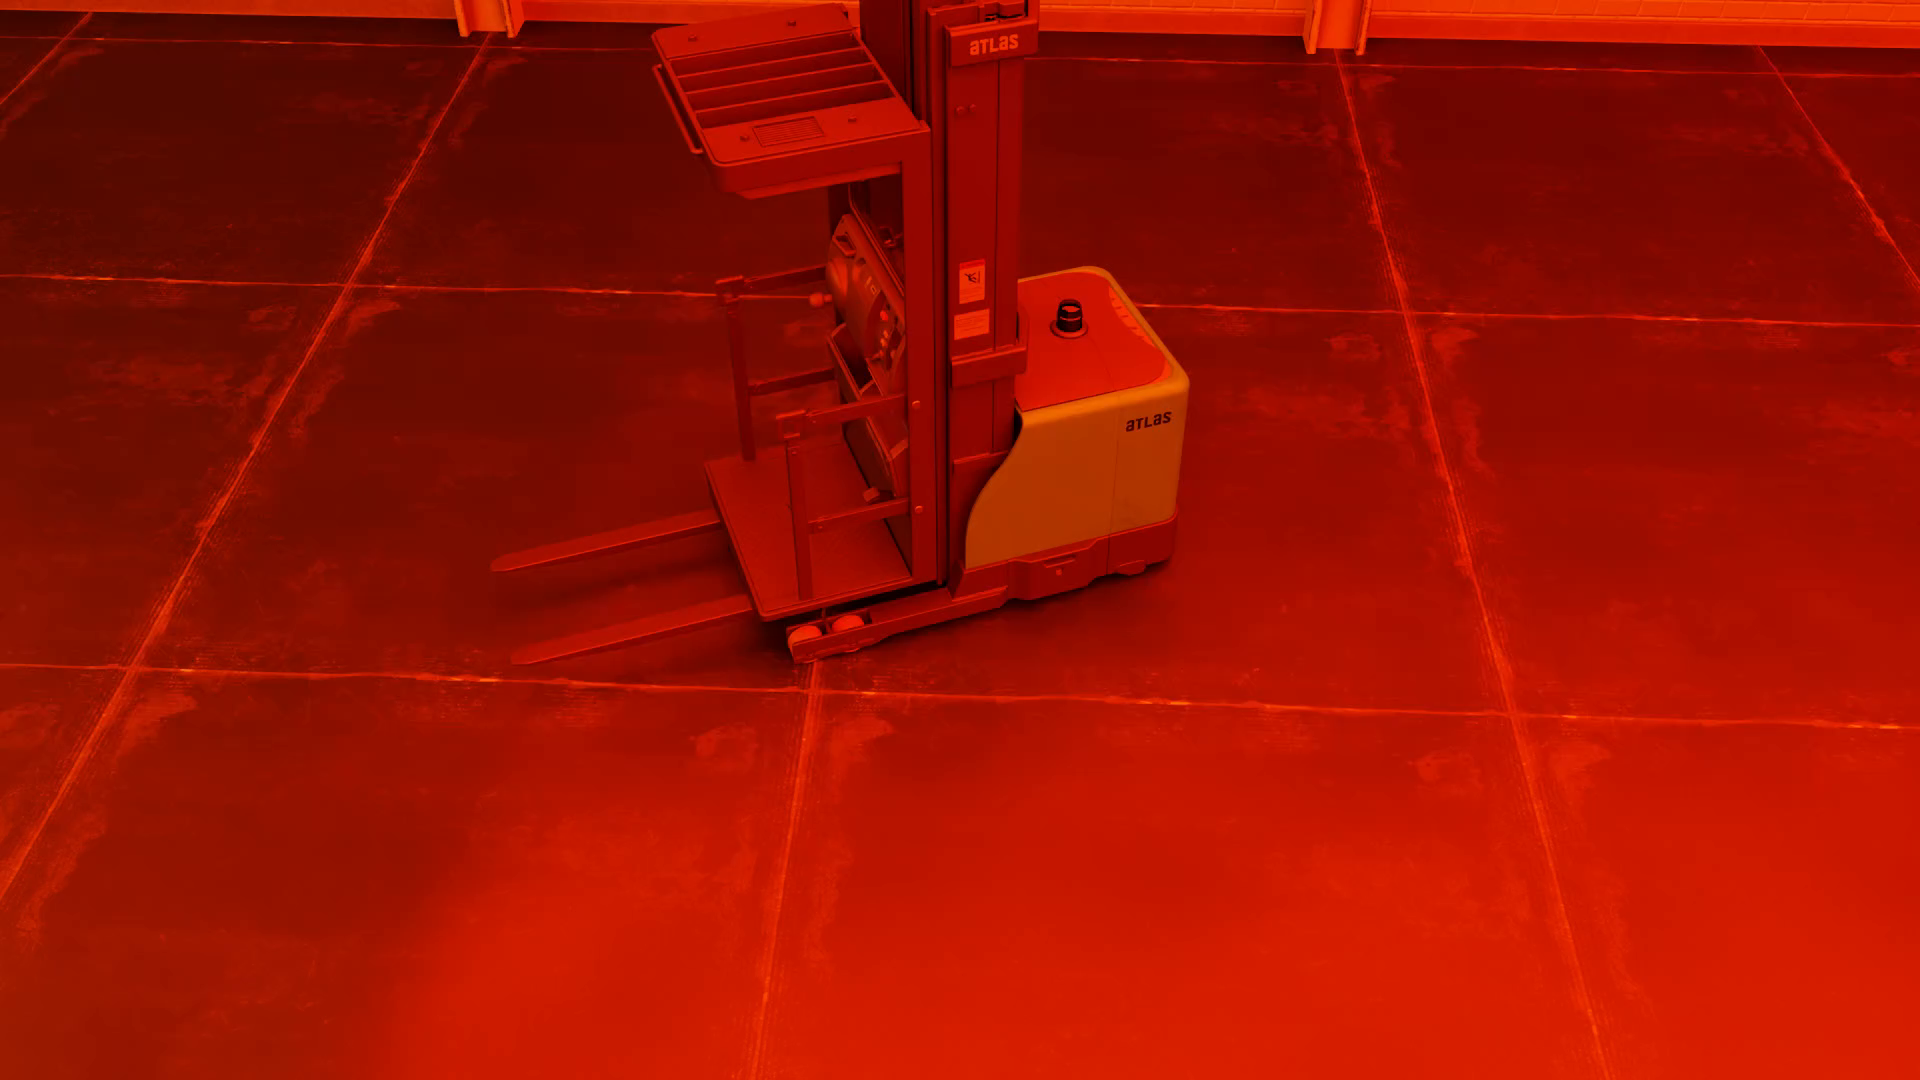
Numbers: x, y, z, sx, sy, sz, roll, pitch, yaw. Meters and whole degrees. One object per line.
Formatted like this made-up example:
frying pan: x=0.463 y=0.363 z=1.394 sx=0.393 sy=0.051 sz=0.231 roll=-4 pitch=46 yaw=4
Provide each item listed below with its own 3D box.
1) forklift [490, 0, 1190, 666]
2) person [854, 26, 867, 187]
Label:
forklift: x=-0.573 y=-0.945 z=6.778 sx=3.031 sy=2.935 sz=1.130 roll=-13 pitch=44 yaw=-14
person: x=-0.336 y=-1.999 z=8.910 sx=0.475 sy=1.597 sz=0.520 roll=-5 pitch=43 yaw=-6
